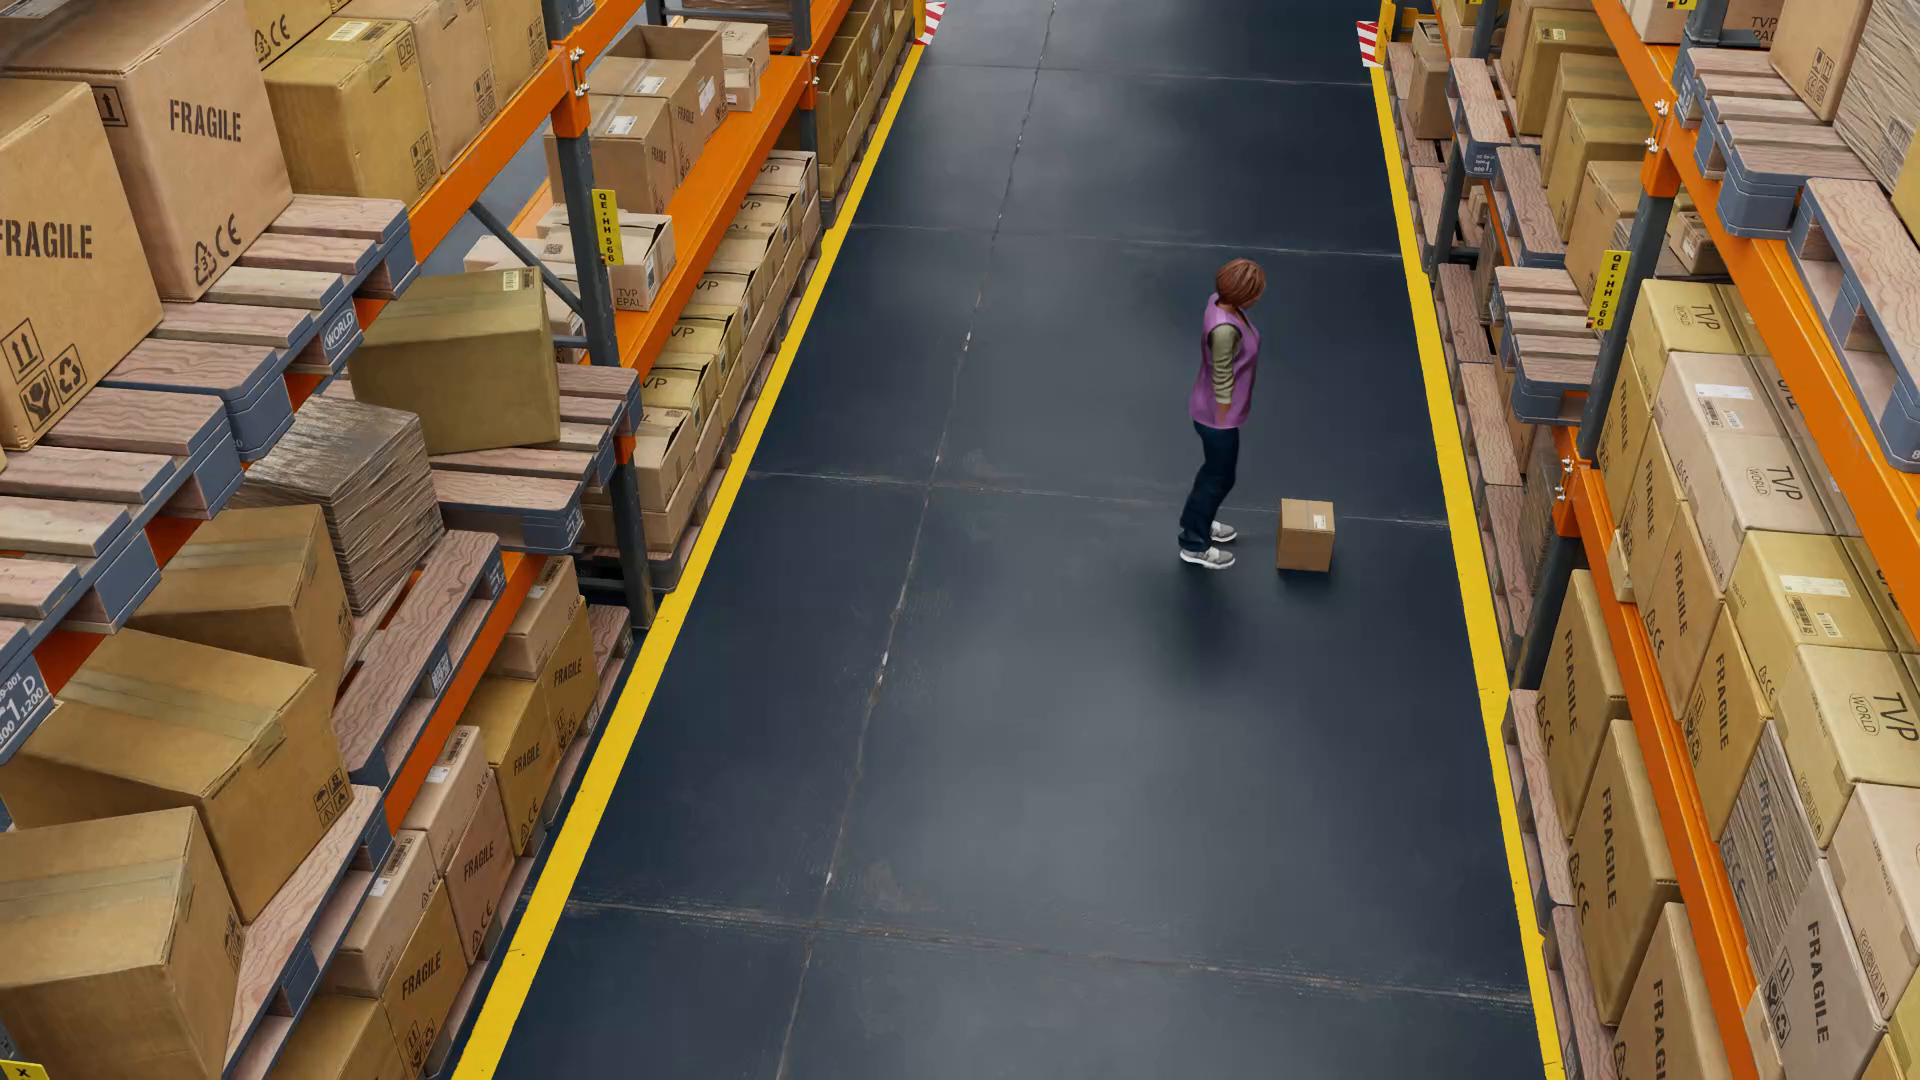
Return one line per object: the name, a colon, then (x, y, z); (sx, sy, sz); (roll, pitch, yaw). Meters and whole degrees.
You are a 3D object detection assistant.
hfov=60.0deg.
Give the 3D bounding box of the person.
person: (1.233, -0.612, 7.877); (0.300, 1.593, 0.408); (5, 37, 7)
